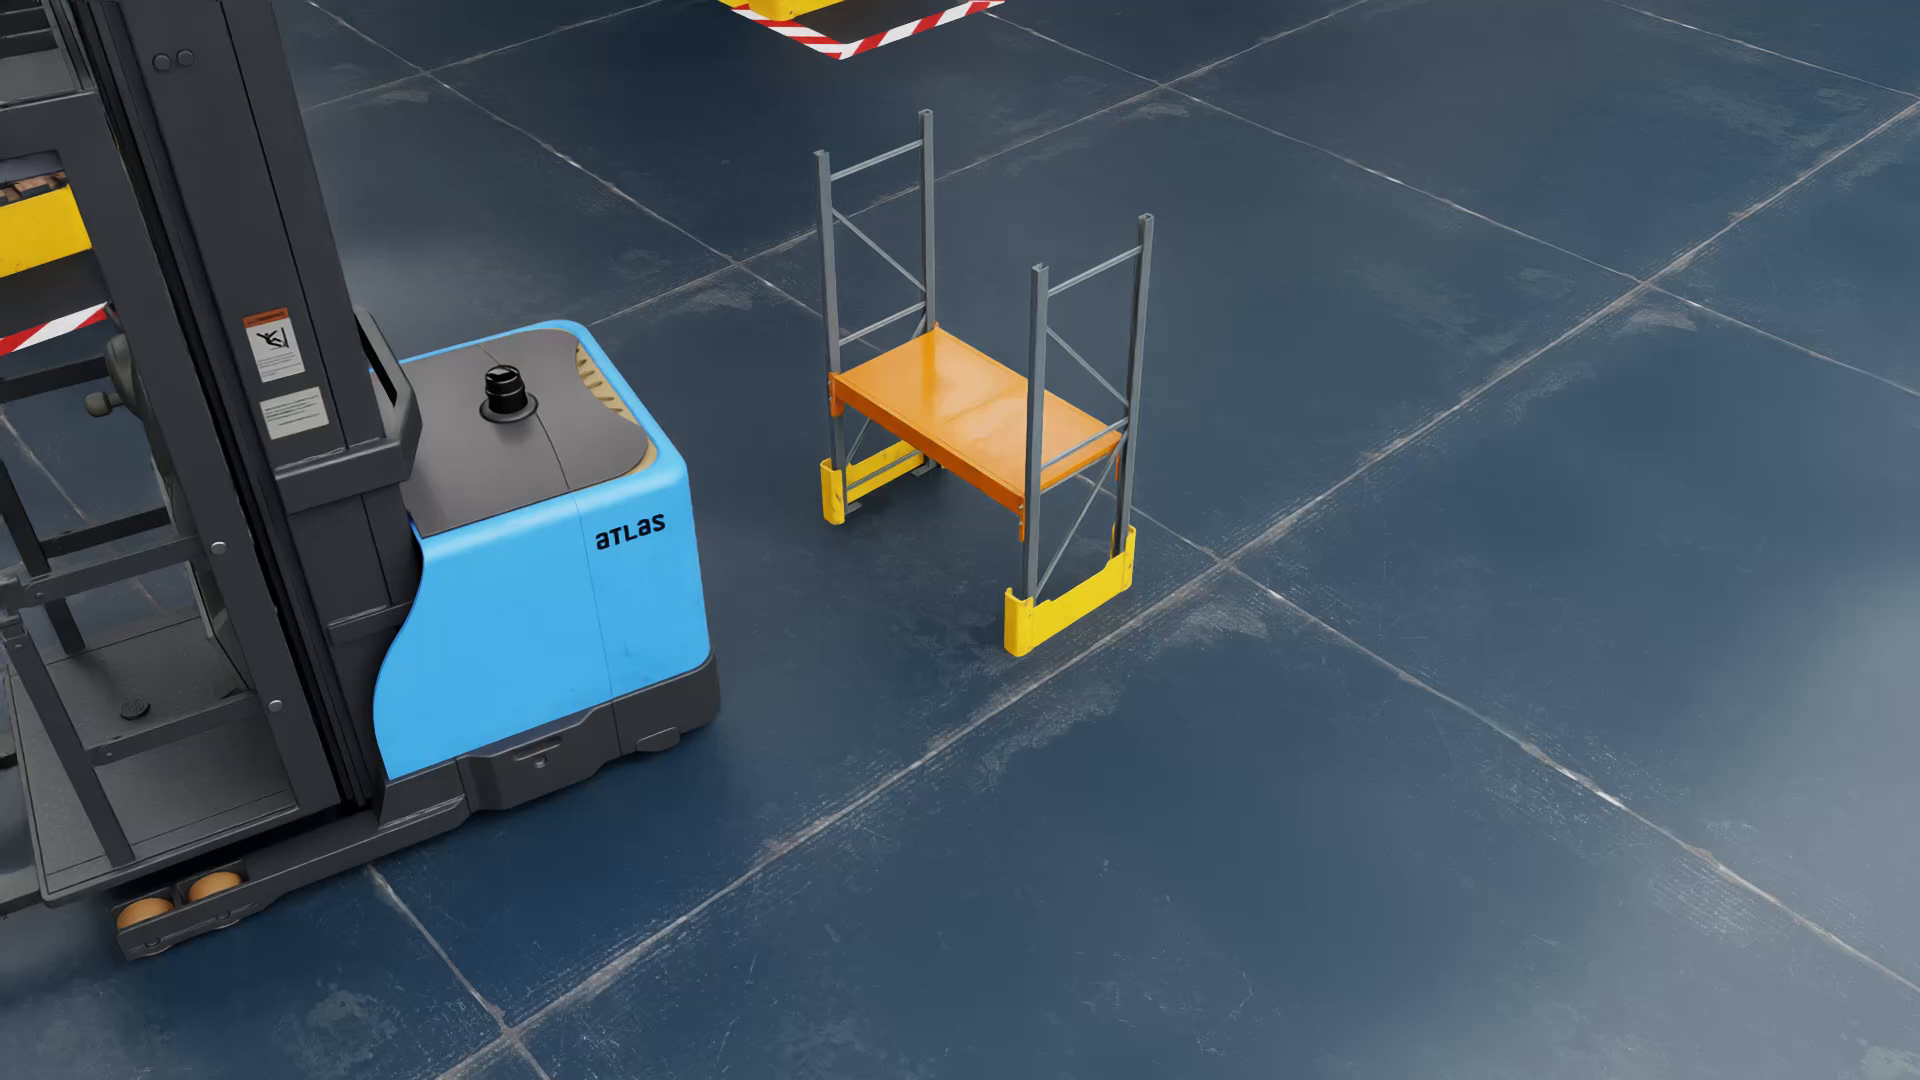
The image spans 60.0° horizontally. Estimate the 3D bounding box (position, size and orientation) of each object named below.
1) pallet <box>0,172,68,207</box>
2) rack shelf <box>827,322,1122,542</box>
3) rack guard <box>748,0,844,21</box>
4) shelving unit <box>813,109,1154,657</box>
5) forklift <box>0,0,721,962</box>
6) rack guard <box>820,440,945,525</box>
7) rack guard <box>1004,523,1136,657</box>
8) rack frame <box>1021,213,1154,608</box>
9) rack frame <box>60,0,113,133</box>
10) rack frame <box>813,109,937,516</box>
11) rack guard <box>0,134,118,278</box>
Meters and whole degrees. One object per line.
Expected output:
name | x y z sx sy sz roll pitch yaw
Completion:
pallet | -5.023 -1.822 8.337 1.003 0.211 1.213 -30 48 -32
rack shelf | 0.058 -0.404 5.843 0.538 0.185 1.000 -30 48 -32
rack guard | -0.795 -3.680 10.409 1.175 0.500 0.348 -30 48 -32
shelving unit | 0.052 -0.548 5.735 0.587 1.500 1.083 -30 48 -32
forklift | -2.322 -0.330 4.326 3.031 2.935 1.130 -20 43 -23
rack guard | -0.285 -0.292 6.413 0.587 0.250 0.087 -30 48 -32
rack guard | 0.388 0.169 5.842 0.587 0.250 0.087 -30 48 -32
rack frame | 0.401 -0.309 5.439 0.500 1.500 0.032 -30 48 -32
rack frame | -4.391 -2.513 6.974 1.000 3.000 0.127 -30 48 -32
rack frame | -0.286 -0.779 6.021 0.500 1.500 0.032 -30 48 -32
rack guard | -4.477 -1.556 7.778 1.175 0.500 0.348 -30 48 -32
